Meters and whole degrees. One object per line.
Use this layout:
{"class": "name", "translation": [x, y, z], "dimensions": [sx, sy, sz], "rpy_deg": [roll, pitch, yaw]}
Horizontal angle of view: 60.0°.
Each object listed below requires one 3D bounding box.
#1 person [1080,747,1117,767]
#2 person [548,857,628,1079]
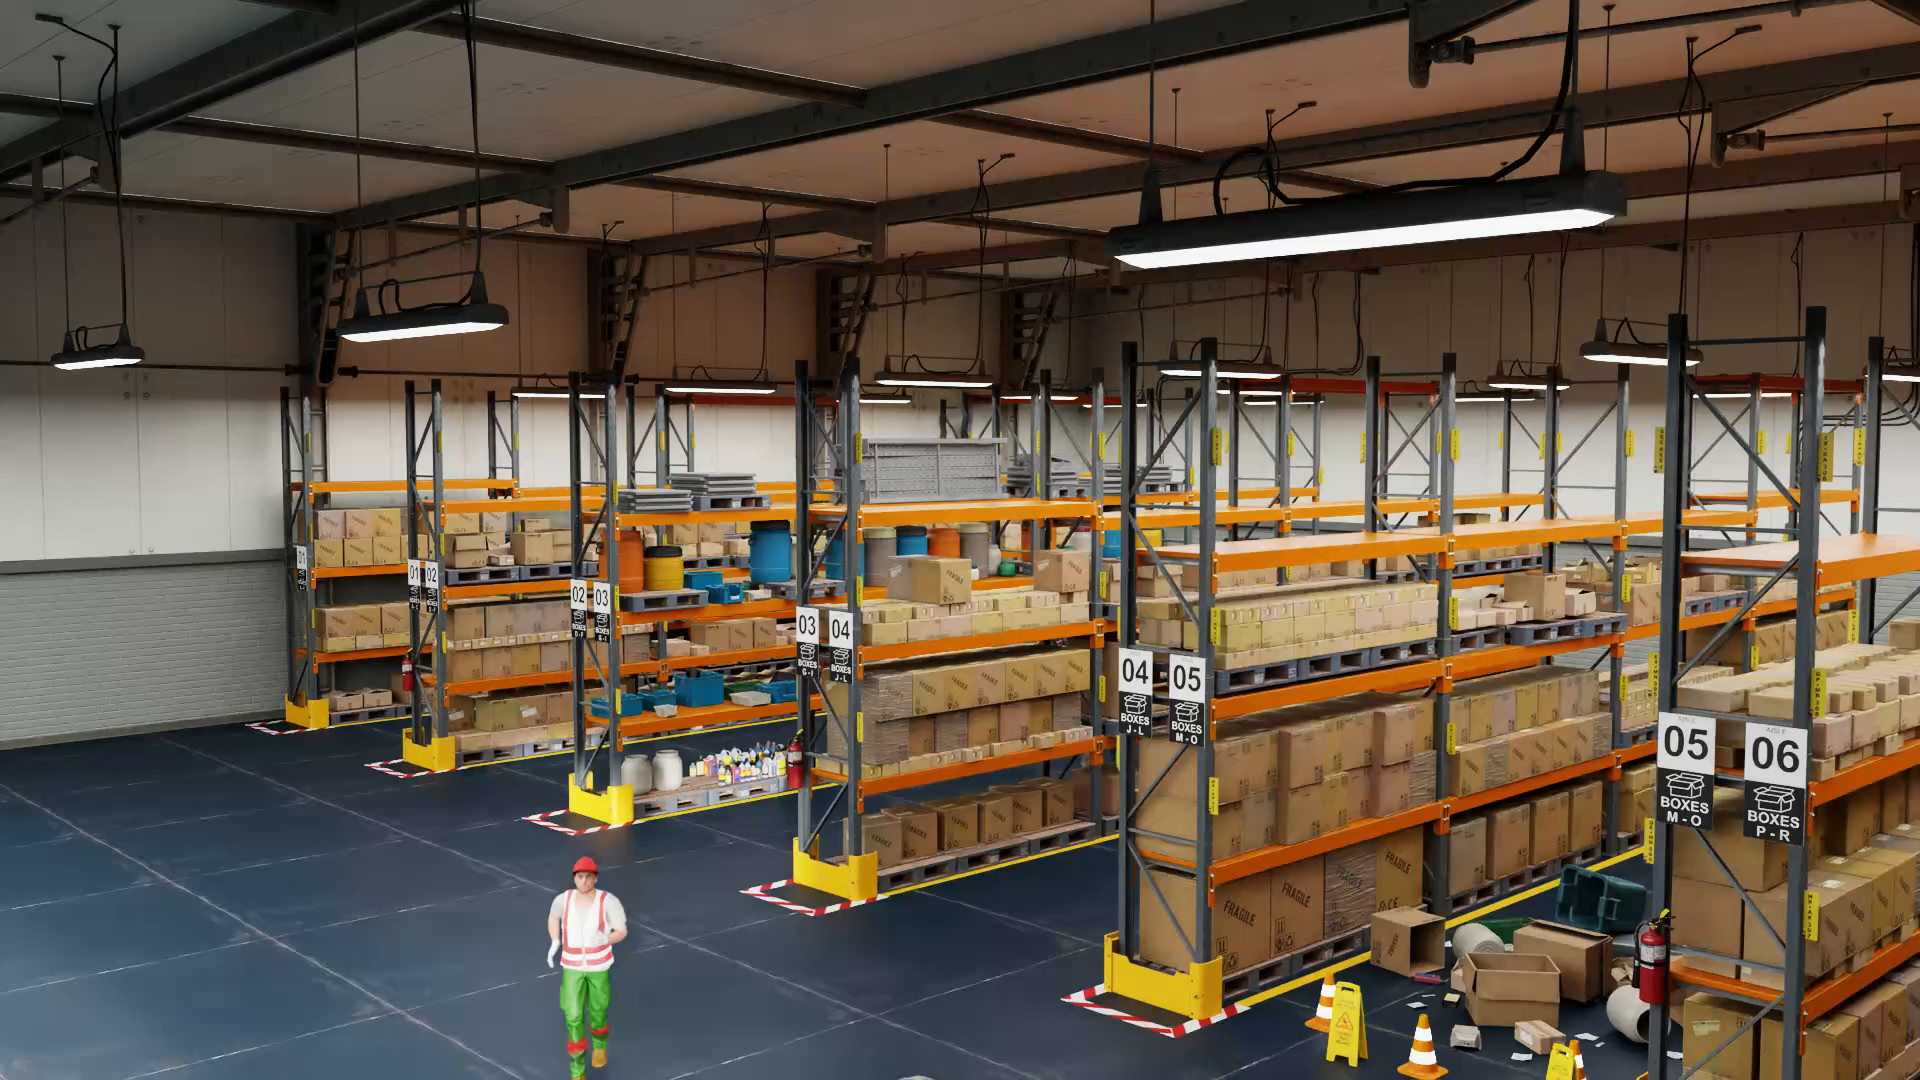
{"class": "person", "translation": [2.093, 2.645, 25.213], "dimensions": [0.656, 1.758, 0.969], "rpy_deg": [3, 4, 35]}
{"class": "person", "translation": [-2.963, 3.416, 13.210], "dimensions": [0.640, 1.824, 0.814], "rpy_deg": [0, 4, -6]}
